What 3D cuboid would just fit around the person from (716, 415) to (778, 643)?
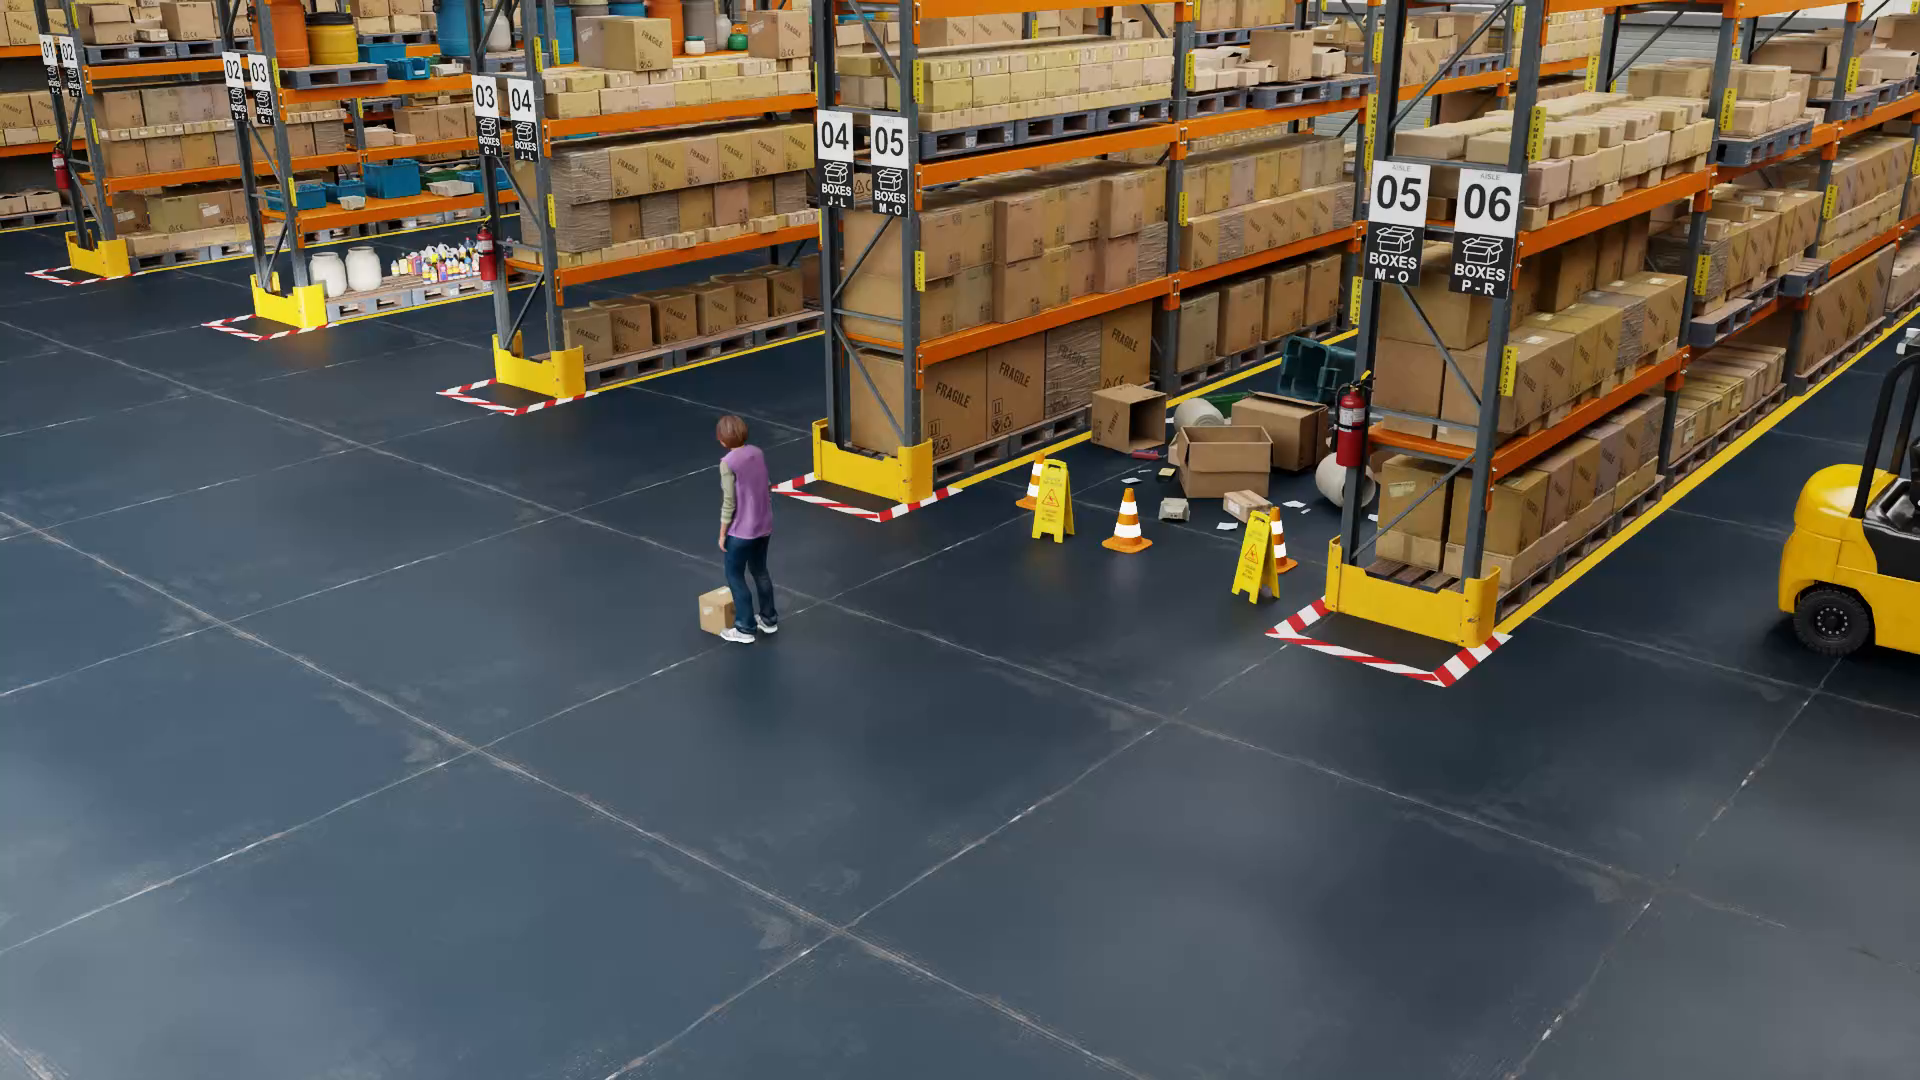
[{"bbox_3d":[-1.453,-0.074,11.291,0.347,1.592,0.480,14,25,33],"label":"person"}]
